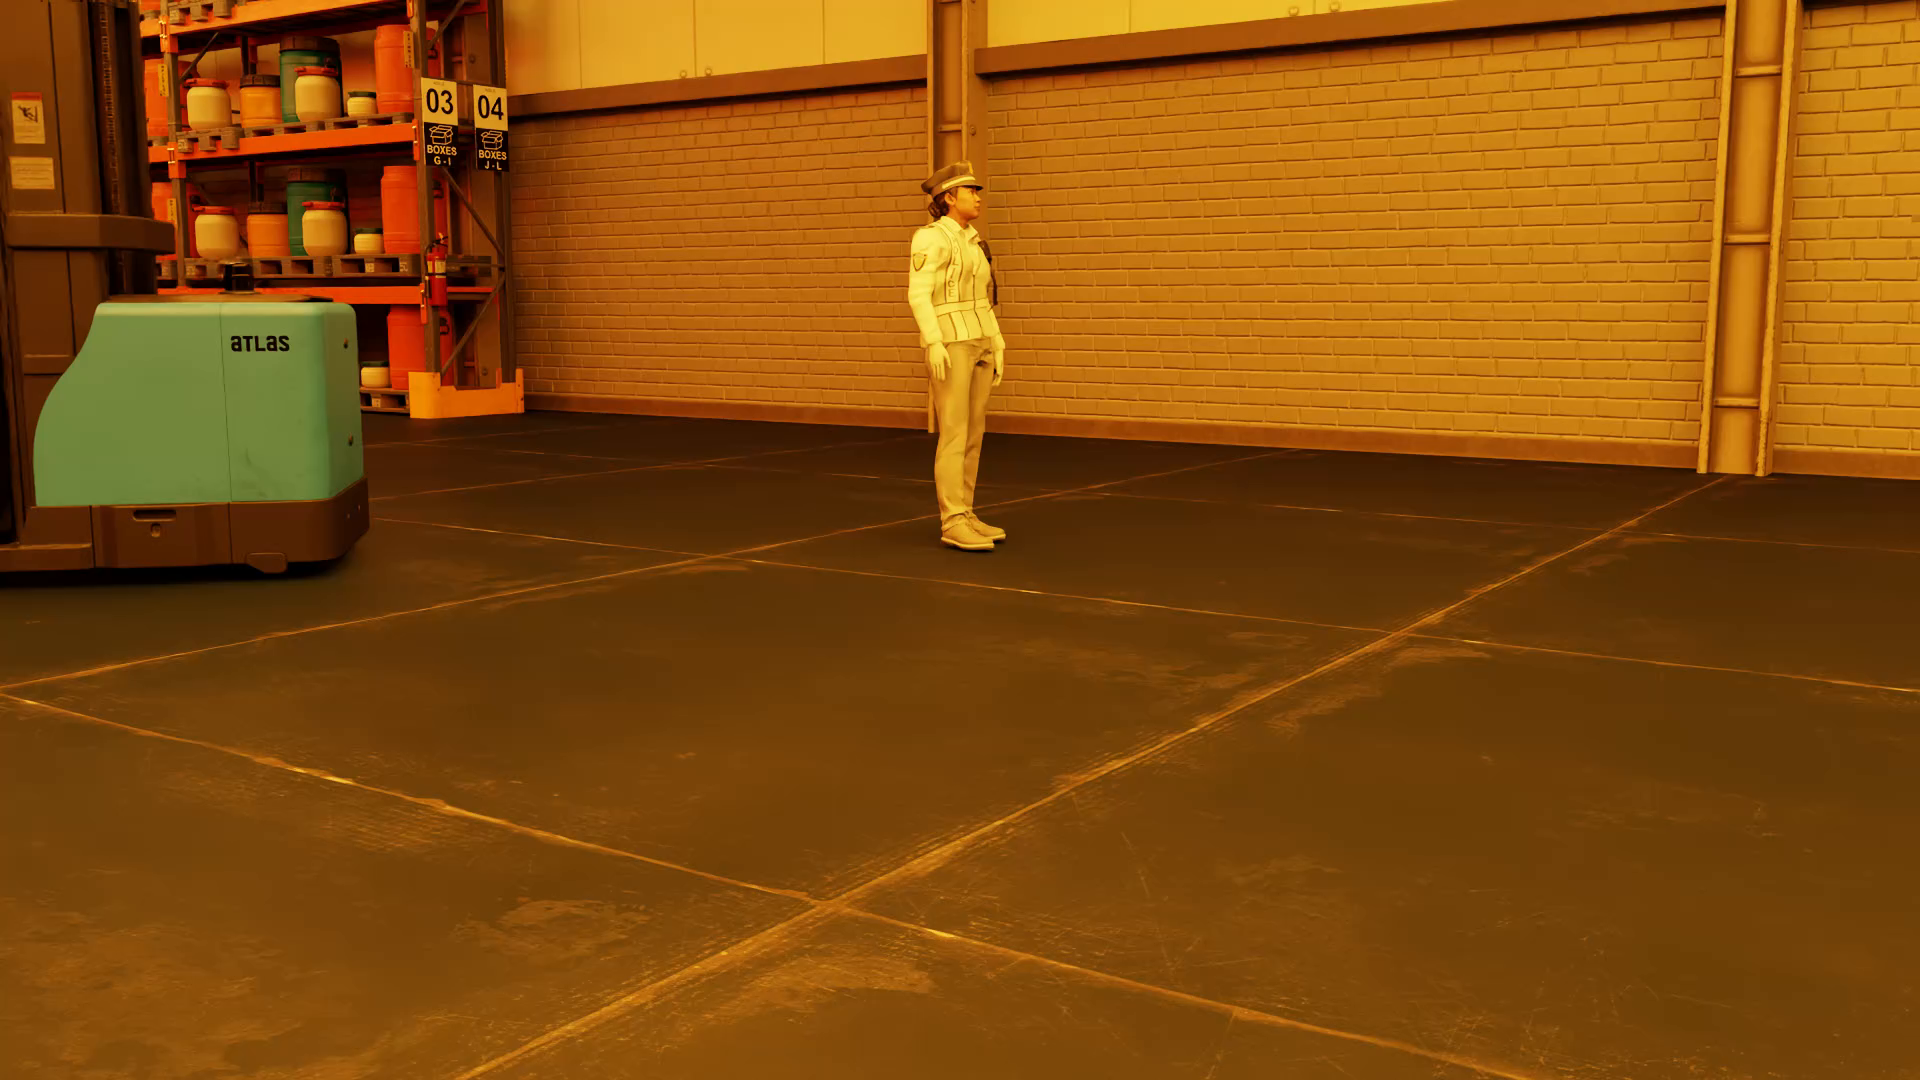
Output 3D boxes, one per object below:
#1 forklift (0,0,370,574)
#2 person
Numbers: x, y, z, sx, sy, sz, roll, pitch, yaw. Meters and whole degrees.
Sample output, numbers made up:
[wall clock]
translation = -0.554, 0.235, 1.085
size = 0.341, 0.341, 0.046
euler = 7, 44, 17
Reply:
[forklift]
translation = -4.036, -1.327, 6.523
size = 3.031, 2.935, 1.130
euler = -2, 8, -12
[person]
translation = 0.053, -0.840, 7.440
size = 0.531, 1.694, 0.586
euler = 5, 10, 34
